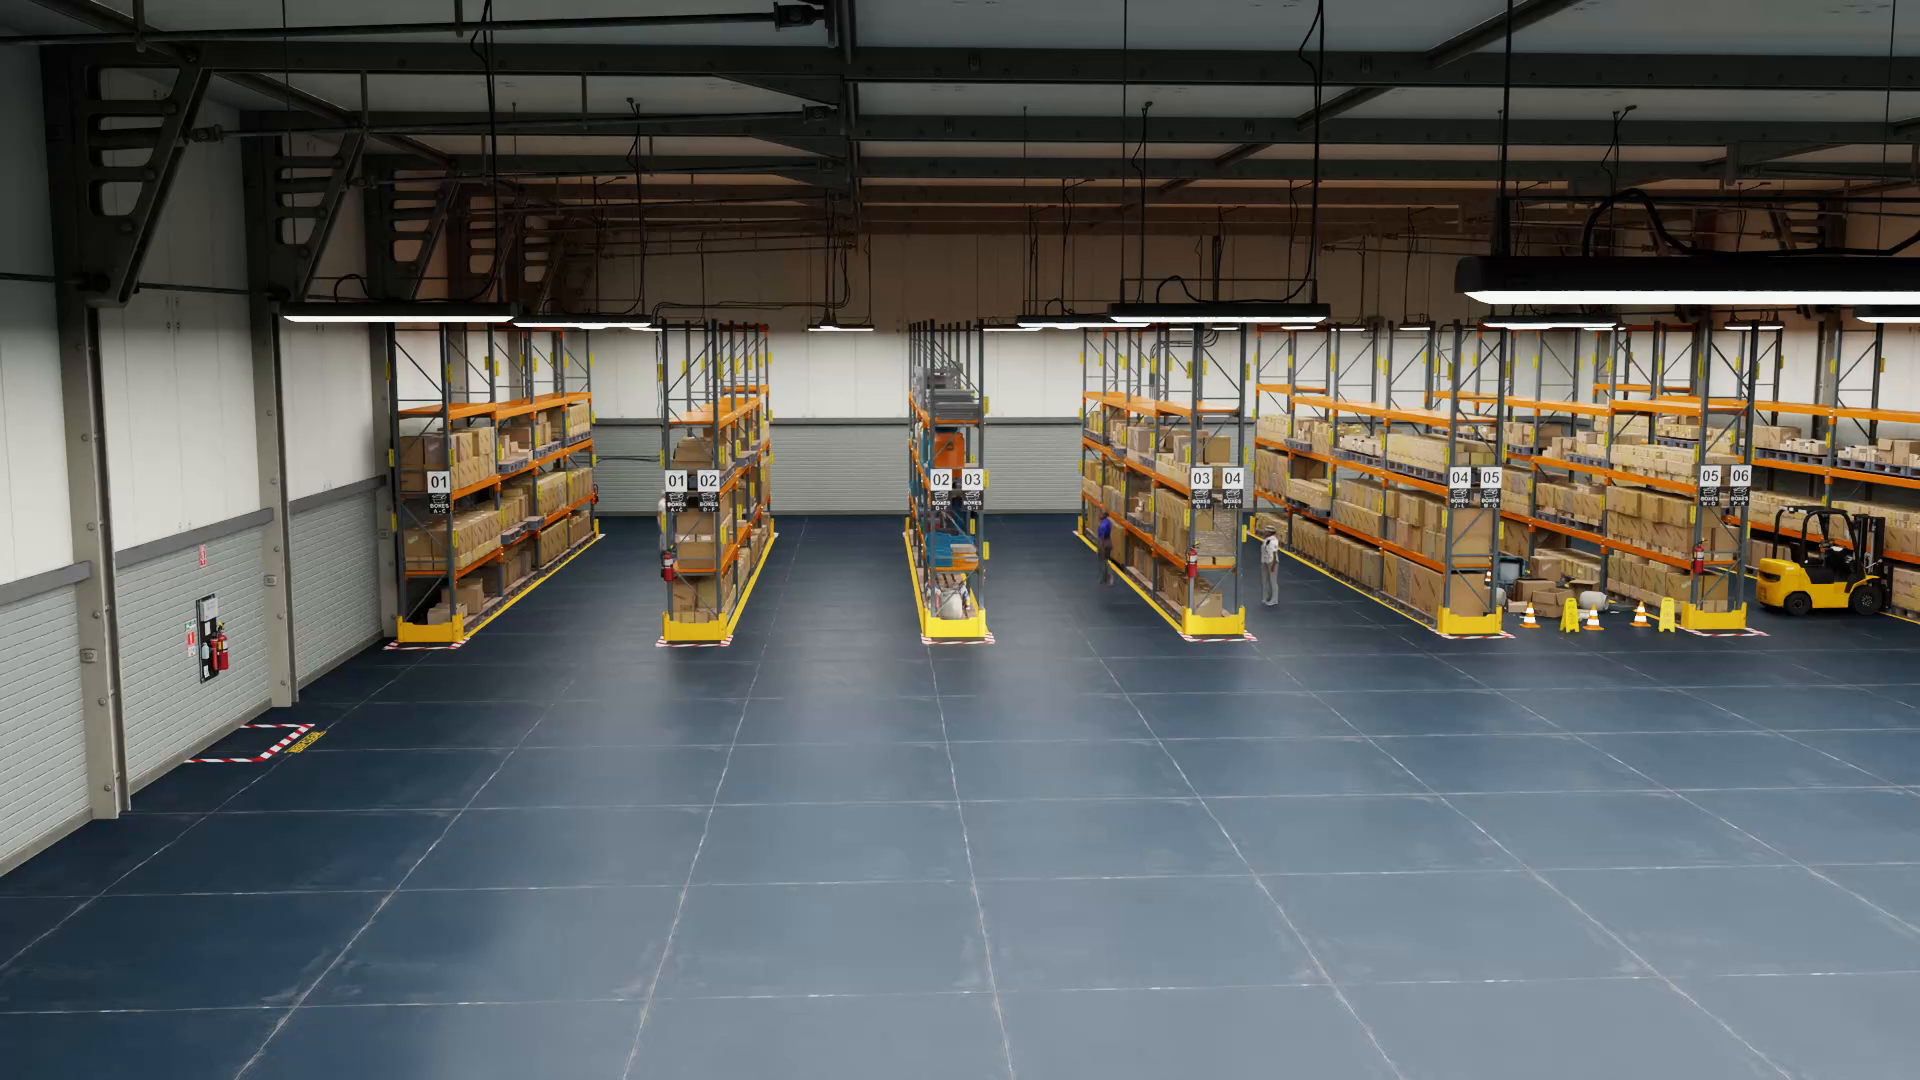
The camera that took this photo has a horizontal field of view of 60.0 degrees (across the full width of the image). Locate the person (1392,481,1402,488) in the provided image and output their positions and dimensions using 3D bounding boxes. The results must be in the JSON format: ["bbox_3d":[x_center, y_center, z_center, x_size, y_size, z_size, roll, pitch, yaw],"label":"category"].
[{"bbox_3d":[12.962,-1.148,49.247,0.756,1.552,0.447,-1,7,-6],"label":"person"}]

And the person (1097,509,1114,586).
[{"bbox_3d":[3.154,0.166,36.026,0.446,1.668,0.432,-6,9,-40],"label":"person"}]

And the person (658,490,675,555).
[{"bbox_3d":[-7.663,-0.472,43.556,0.493,1.687,0.514,1,7,9],"label":"person"}]

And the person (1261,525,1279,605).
[{"bbox_3d":[6.587,0.521,35.445,0.381,1.688,0.440,-5,9,-37],"label":"person"}]
